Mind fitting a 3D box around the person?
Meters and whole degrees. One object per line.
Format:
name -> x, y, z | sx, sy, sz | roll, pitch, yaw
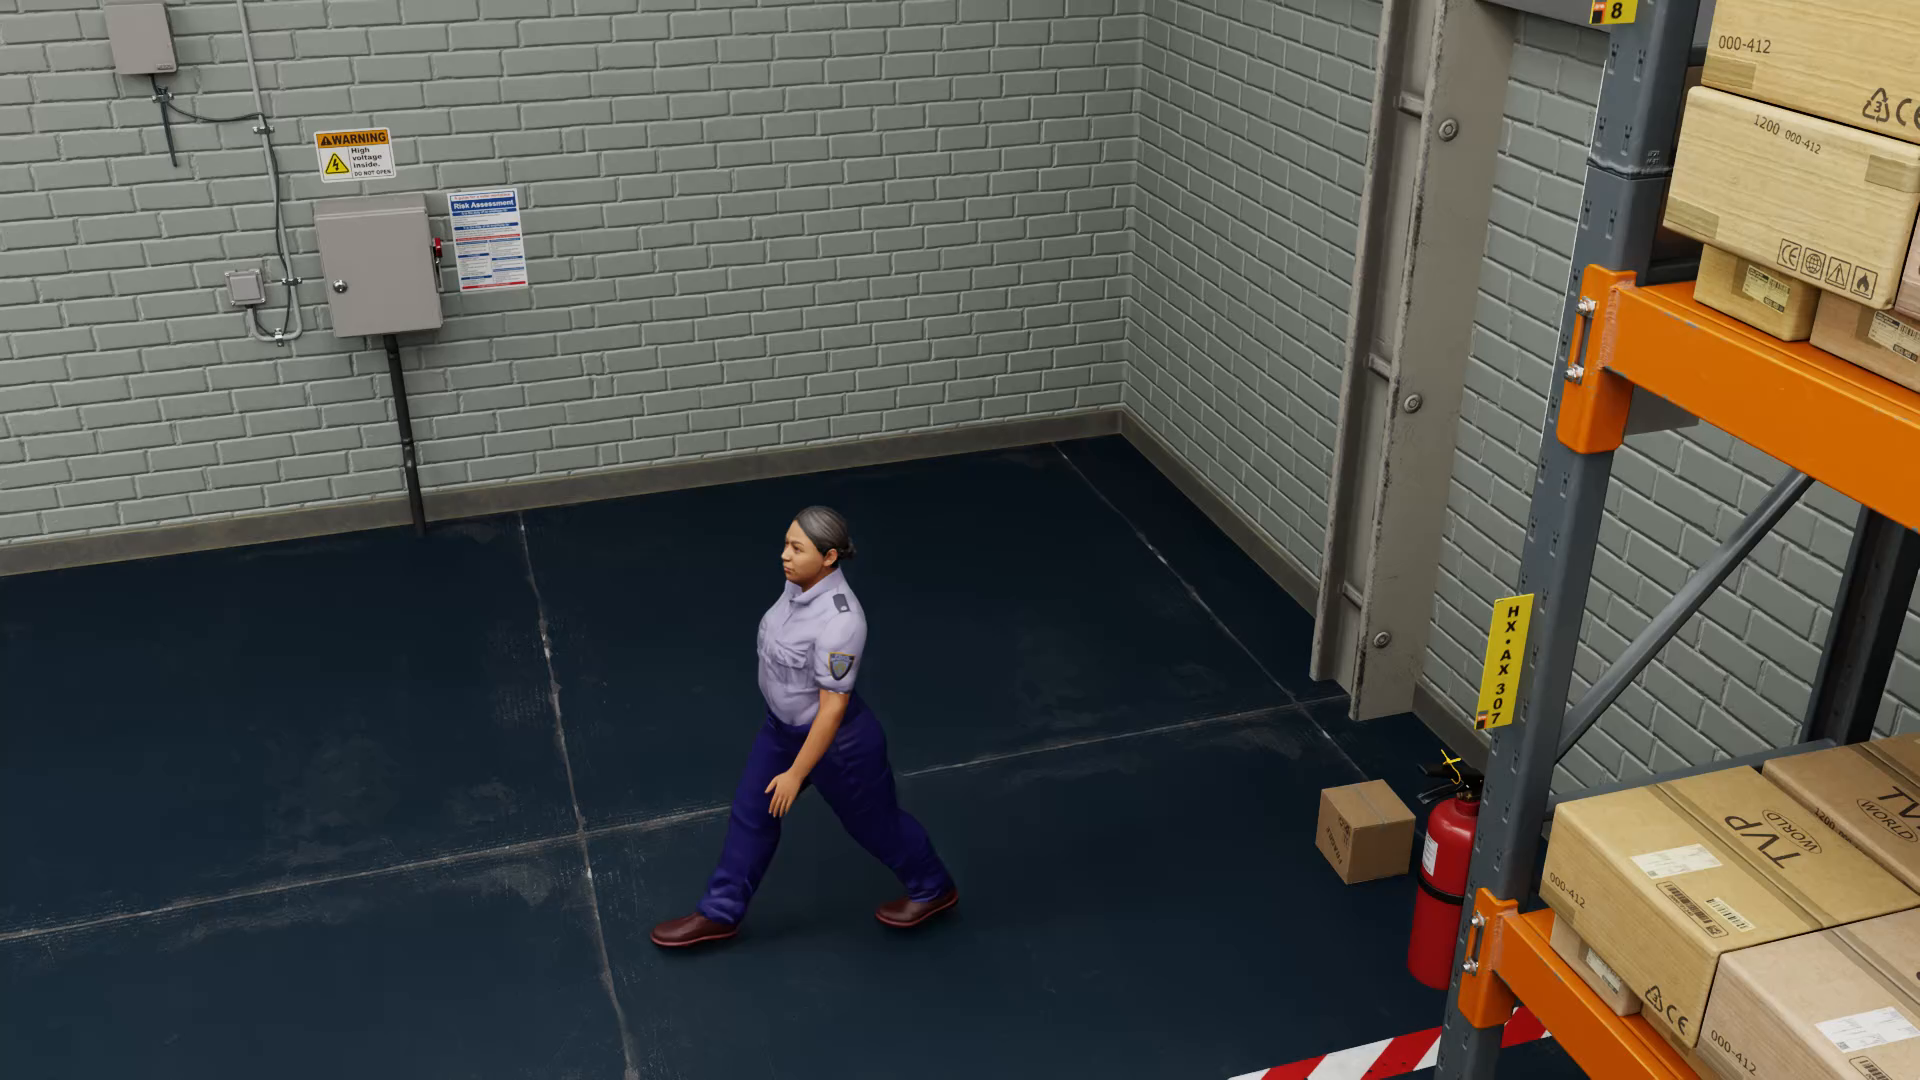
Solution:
person -> -0.509, 0.634, 5.336 | 1.022, 1.577, 0.511 | -13, 30, -25
